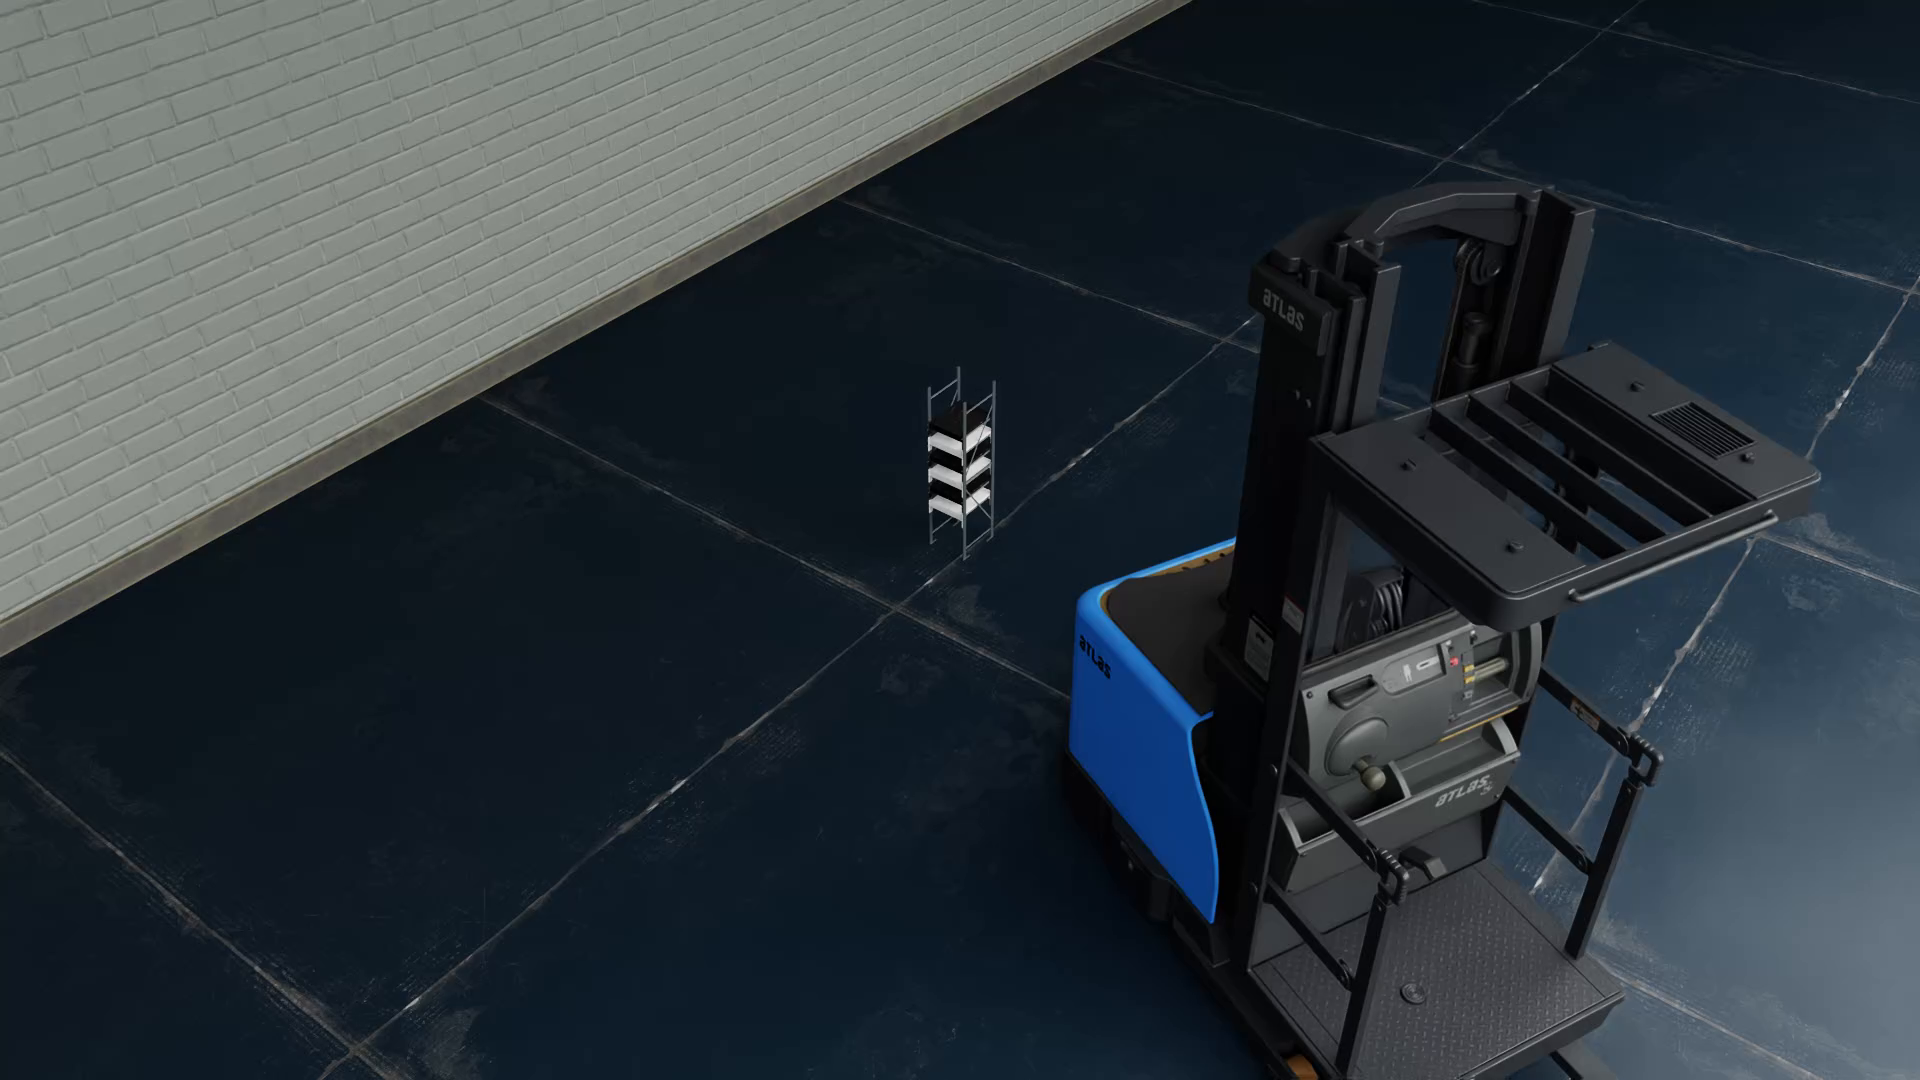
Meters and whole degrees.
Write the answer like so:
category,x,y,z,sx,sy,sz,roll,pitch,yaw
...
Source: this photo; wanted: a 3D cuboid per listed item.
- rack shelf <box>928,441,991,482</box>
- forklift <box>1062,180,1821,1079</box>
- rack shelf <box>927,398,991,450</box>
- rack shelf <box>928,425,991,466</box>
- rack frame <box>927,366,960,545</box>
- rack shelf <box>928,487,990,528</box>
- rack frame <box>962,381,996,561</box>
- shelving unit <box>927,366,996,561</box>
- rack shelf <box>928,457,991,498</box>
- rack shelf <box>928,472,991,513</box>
category,x,y,z,sx,sy,sz,roll,pitch,yaw
rack shelf,0.006,-0.396,7.795,0.200,0.077,0.258,25,45,29
forklift,1.547,0.547,5.034,1.130,2.935,3.031,-18,42,-22
rack shelf,0.006,-0.538,7.684,0.200,0.077,0.258,25,45,29
rack shelf,0.006,-0.467,7.739,0.200,0.077,0.258,25,45,29
rack frame,-0.074,-0.389,7.878,0.006,0.900,0.240,25,45,29
rack shelf,0.006,-0.183,7.961,0.200,0.077,0.258,25,45,29
rack frame,0.087,-0.313,7.781,0.006,0.900,0.240,25,45,29
shelving unit,0.006,-0.351,7.829,0.210,0.900,0.258,25,45,29
rack shelf,0.006,-0.325,7.850,0.200,0.077,0.258,25,45,29
rack shelf,0.006,-0.254,7.905,0.200,0.077,0.258,25,45,29
